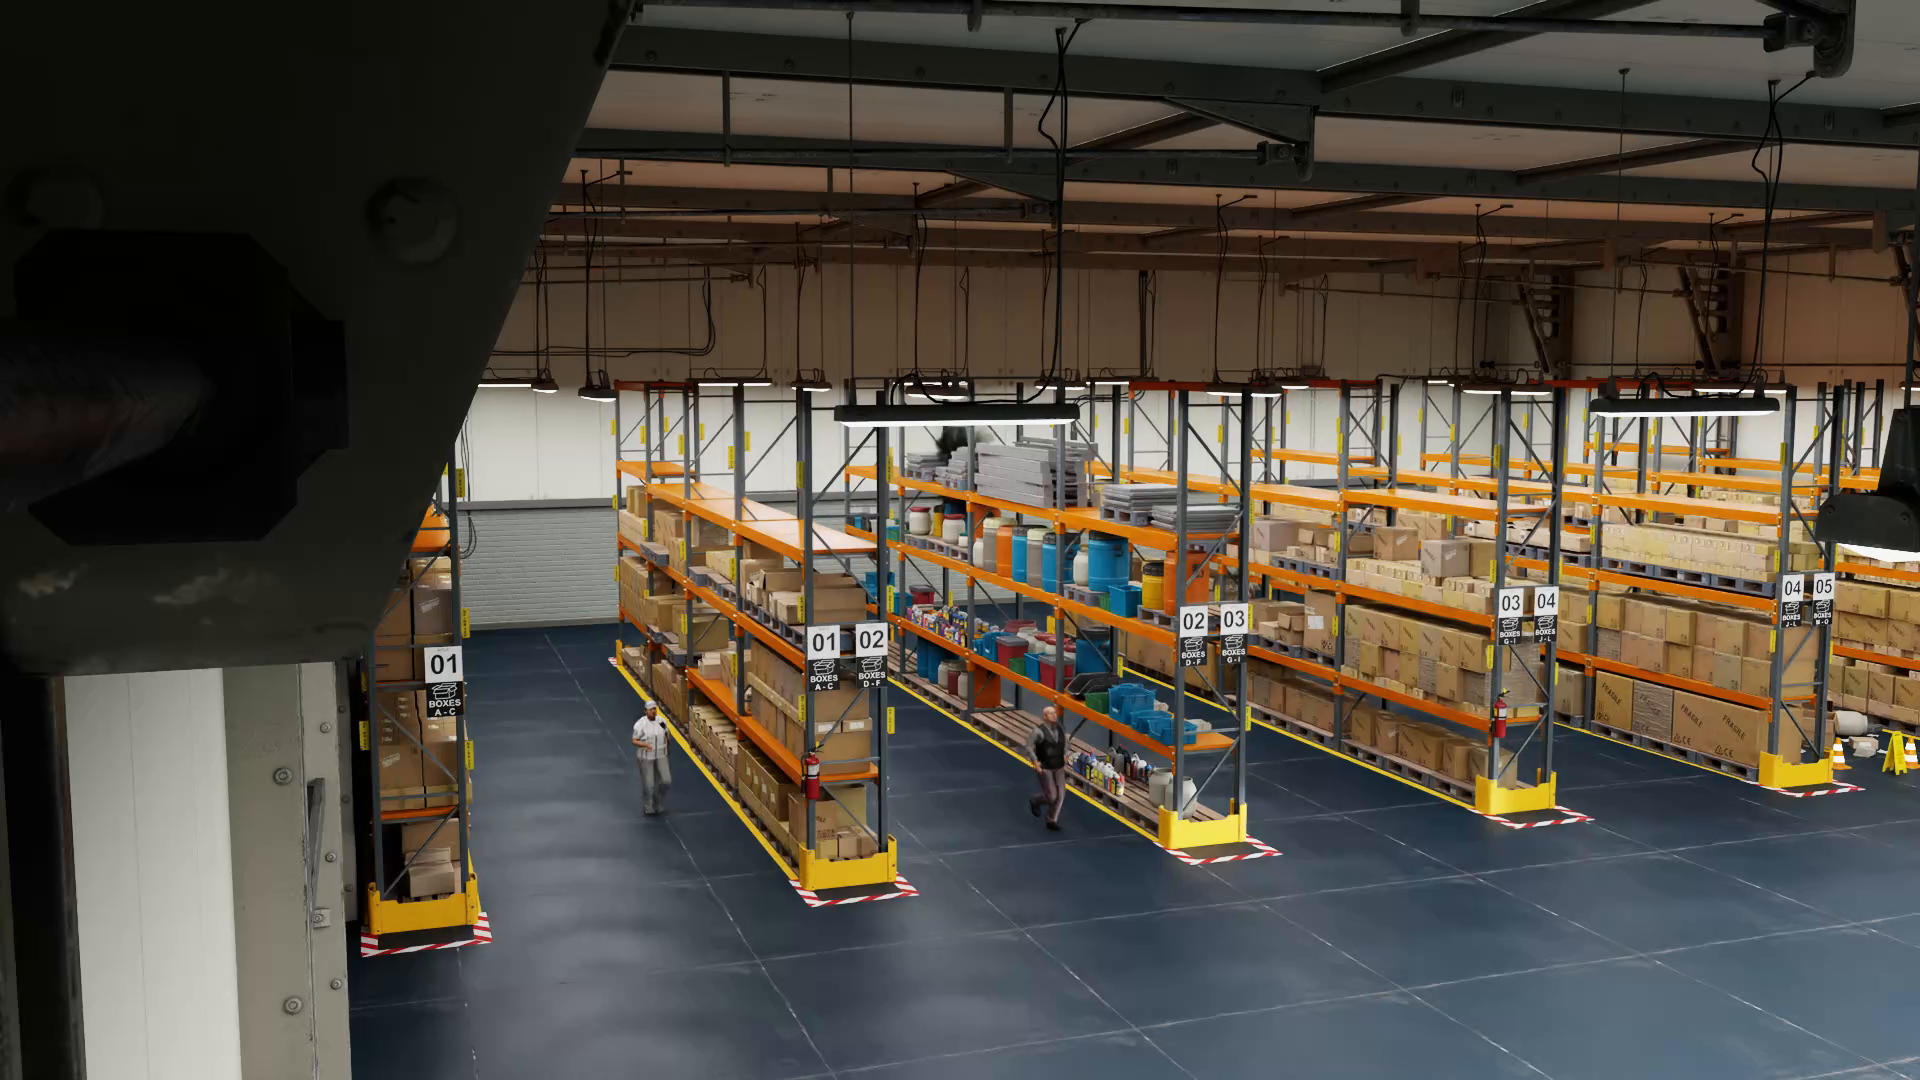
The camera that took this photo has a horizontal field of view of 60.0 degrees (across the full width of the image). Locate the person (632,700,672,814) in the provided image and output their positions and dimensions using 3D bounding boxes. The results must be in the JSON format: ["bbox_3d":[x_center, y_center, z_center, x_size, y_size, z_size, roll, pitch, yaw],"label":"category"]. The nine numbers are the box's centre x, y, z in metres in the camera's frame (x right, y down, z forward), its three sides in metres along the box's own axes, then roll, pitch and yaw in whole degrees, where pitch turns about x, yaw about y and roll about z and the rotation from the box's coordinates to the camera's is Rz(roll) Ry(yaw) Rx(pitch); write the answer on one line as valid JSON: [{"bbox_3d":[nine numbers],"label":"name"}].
[{"bbox_3d":[-4.279,3.055,23.292,0.582,1.634,0.605,-3,7,-27],"label":"person"}]

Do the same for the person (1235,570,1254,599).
[{"bbox_3d":[6.390,1.502,37.572,0.700,1.740,0.677,-1,6,-12],"label":"person"}]

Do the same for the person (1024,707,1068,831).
[{"bbox_3d":[1.207,3.101,22.702,0.671,1.679,0.597,-4,7,-32],"label":"person"}]
